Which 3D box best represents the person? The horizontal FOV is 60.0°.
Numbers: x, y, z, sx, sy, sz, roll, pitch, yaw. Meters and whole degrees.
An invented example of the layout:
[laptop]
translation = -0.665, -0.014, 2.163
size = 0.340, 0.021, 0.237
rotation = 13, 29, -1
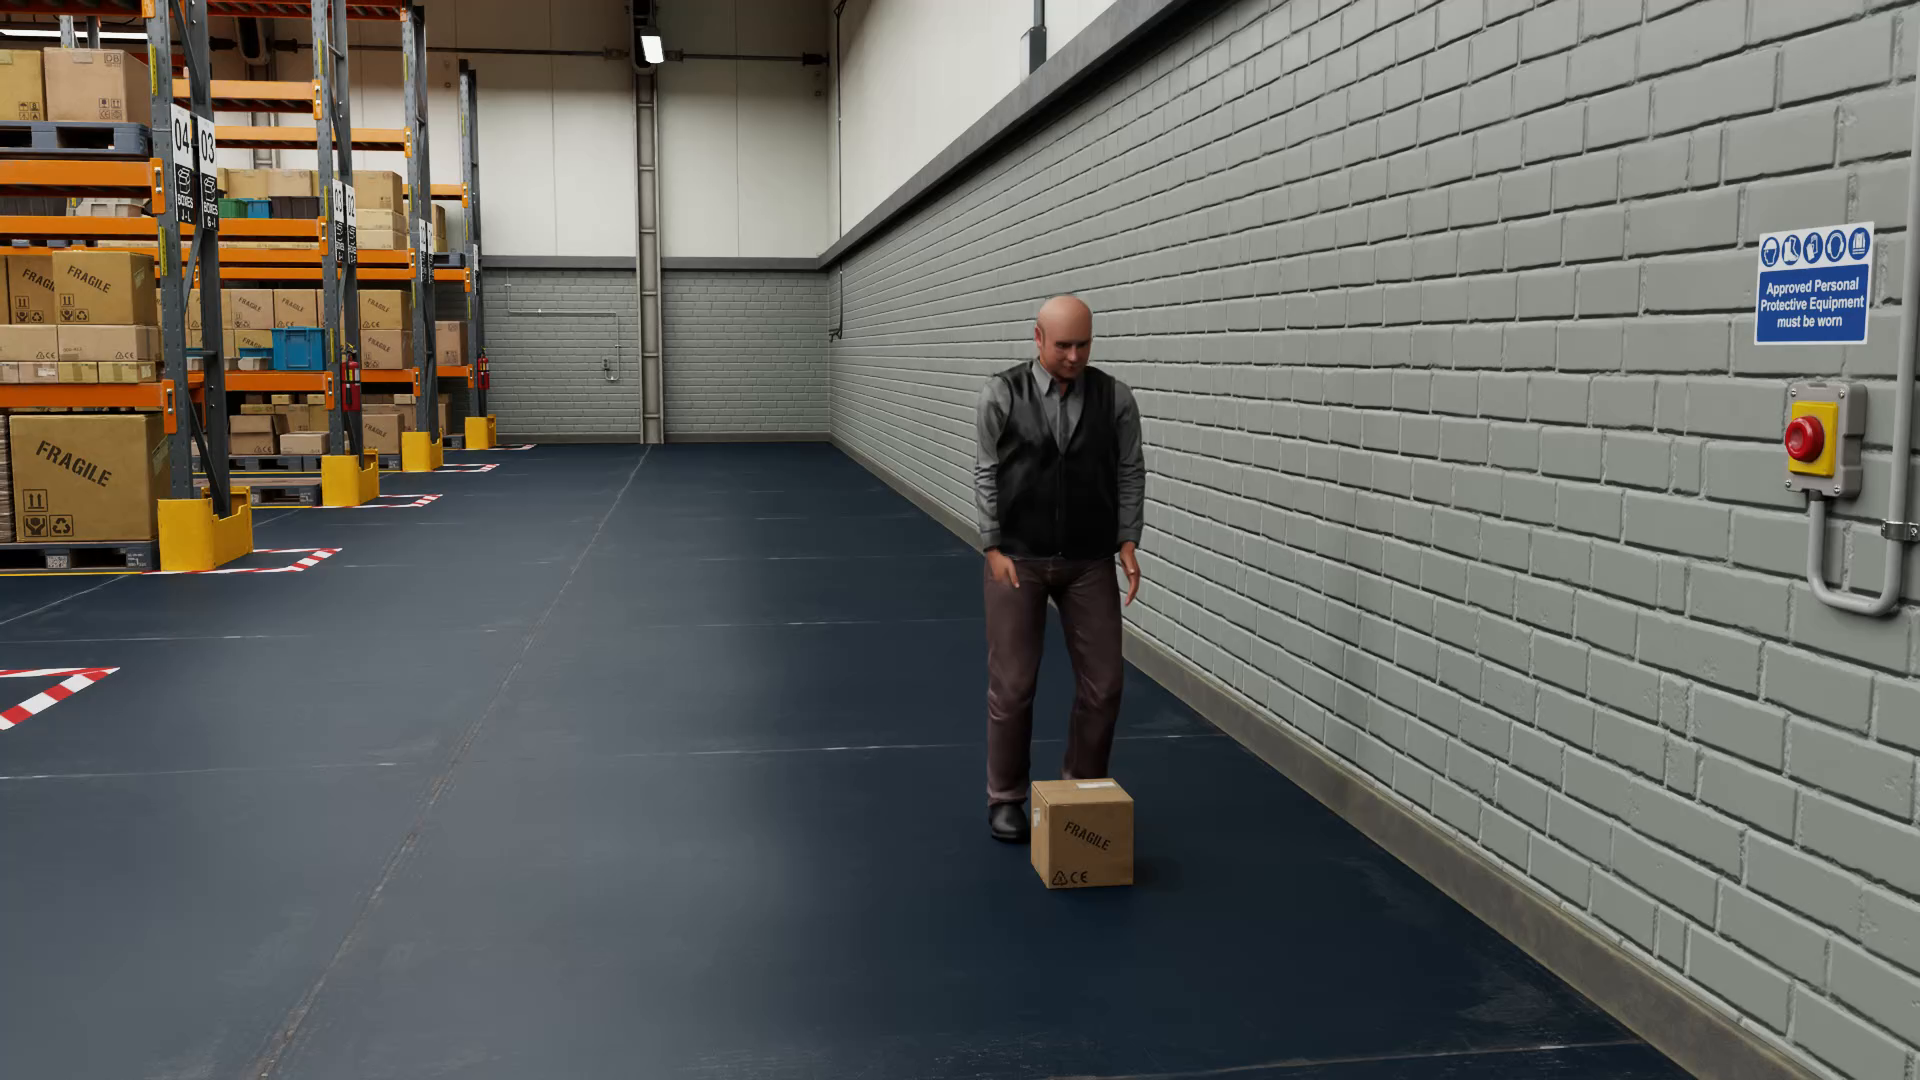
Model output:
[person]
translation = 0.314, 0.085, 5.246
size = 0.549, 1.692, 0.390
rotation = -1, 6, -7
